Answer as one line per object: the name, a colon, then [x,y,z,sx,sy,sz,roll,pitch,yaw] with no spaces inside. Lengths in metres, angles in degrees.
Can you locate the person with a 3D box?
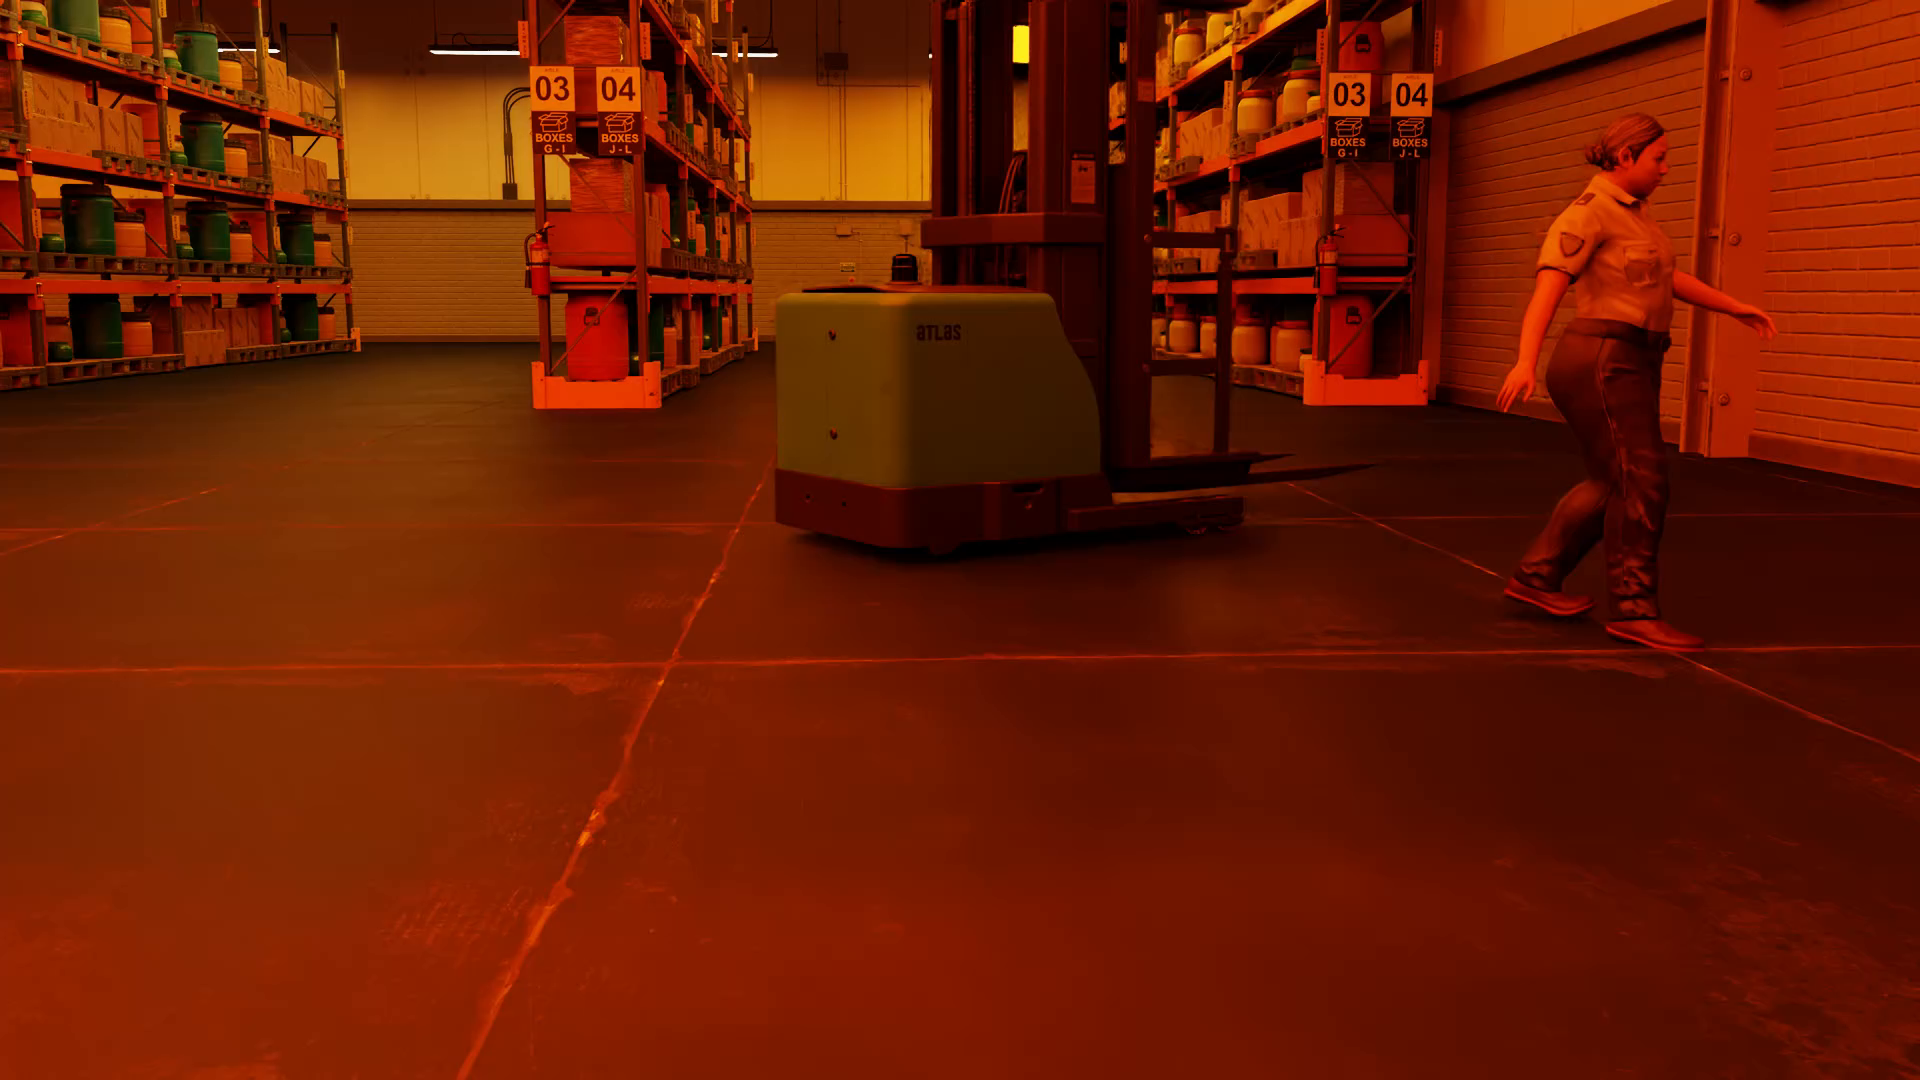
person: [2.050,-0.498,5.196,0.728,1.631,0.884,7,11,39]

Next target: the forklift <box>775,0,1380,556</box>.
forklift: [0.684,-1.528,7.625,3.031,2.935,1.130,-6,10,-34]
